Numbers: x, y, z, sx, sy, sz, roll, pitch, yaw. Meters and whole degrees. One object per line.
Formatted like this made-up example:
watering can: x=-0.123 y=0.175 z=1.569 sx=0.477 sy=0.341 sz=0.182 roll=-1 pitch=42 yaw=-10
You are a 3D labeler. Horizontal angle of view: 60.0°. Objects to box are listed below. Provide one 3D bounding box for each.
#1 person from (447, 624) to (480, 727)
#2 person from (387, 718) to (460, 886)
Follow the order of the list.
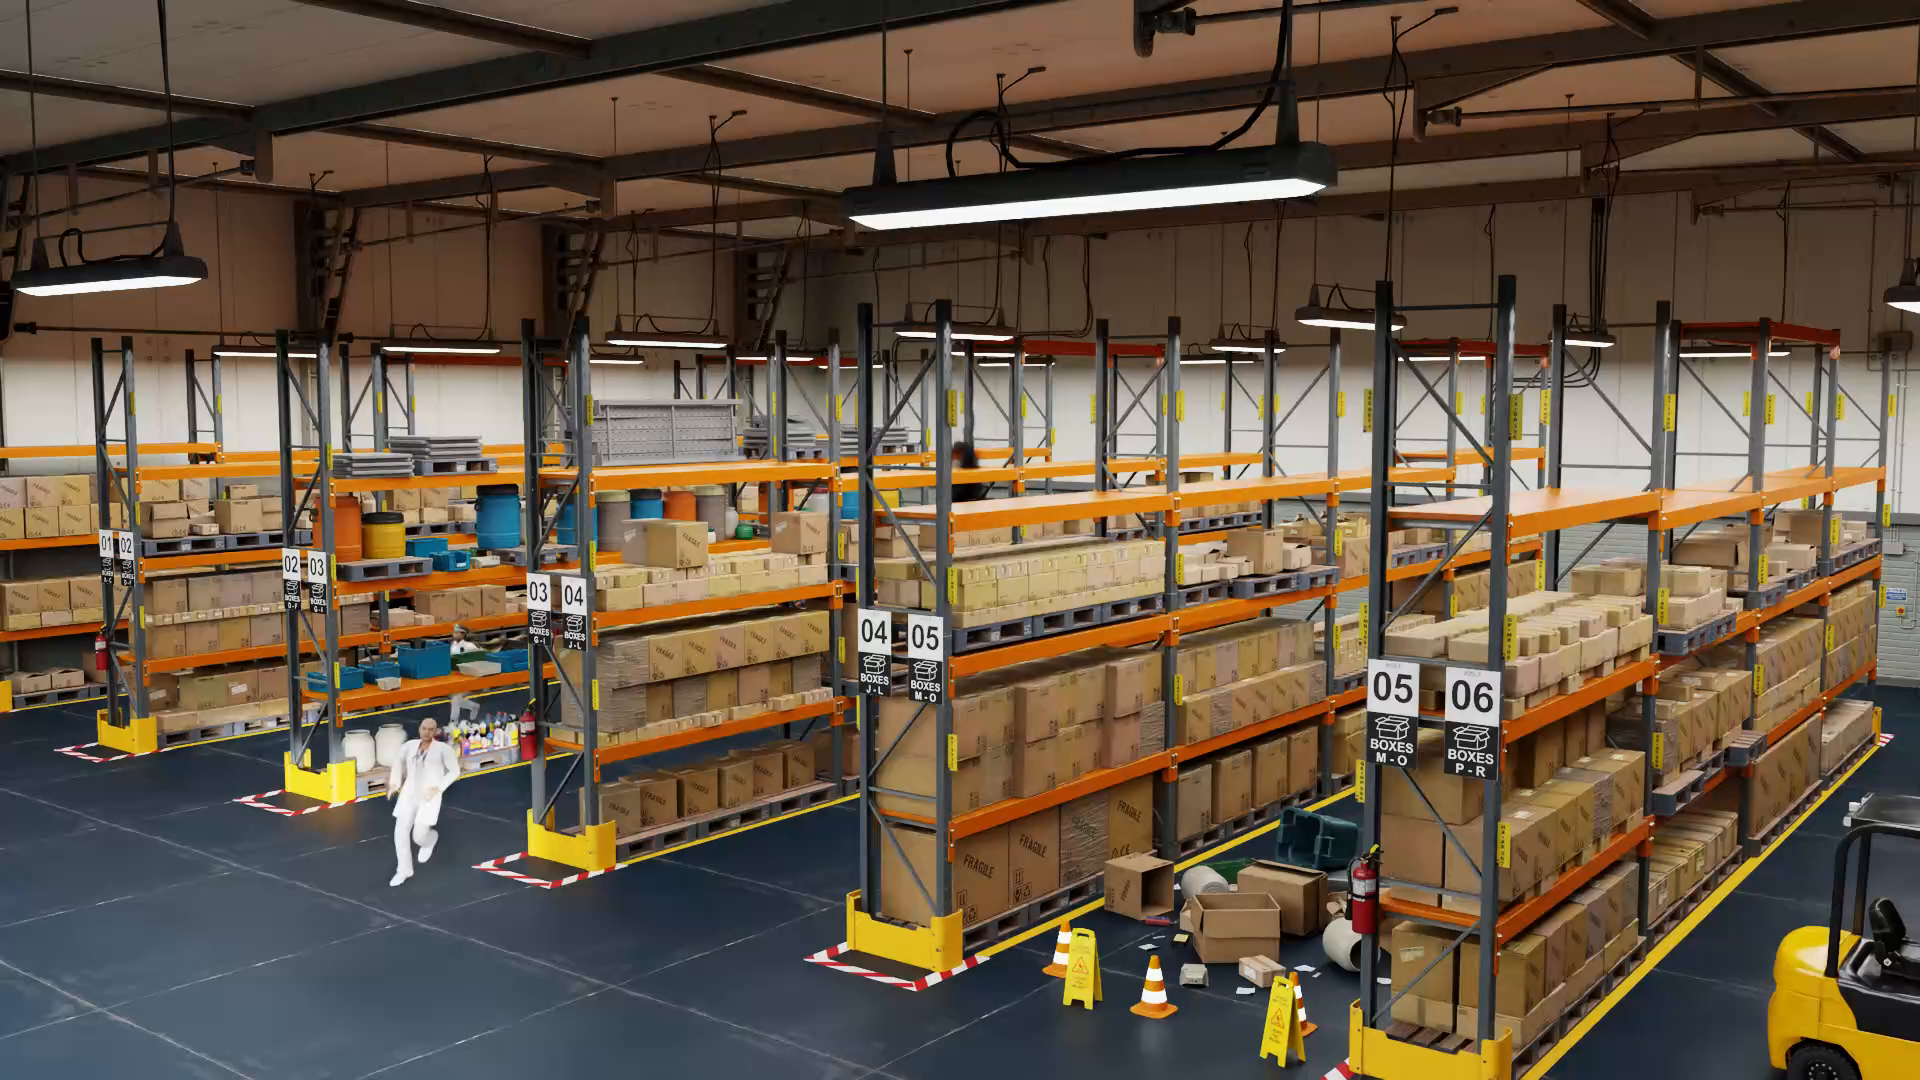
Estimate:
person: x=-7.644 y=2.102 z=25.467 sx=0.618 sy=1.669 sz=0.890 roll=2 pitch=6 yaw=26
person: x=-5.744 y=2.769 z=17.849 sx=0.763 sy=1.739 sz=0.795 roll=0 pitch=5 yaw=4
